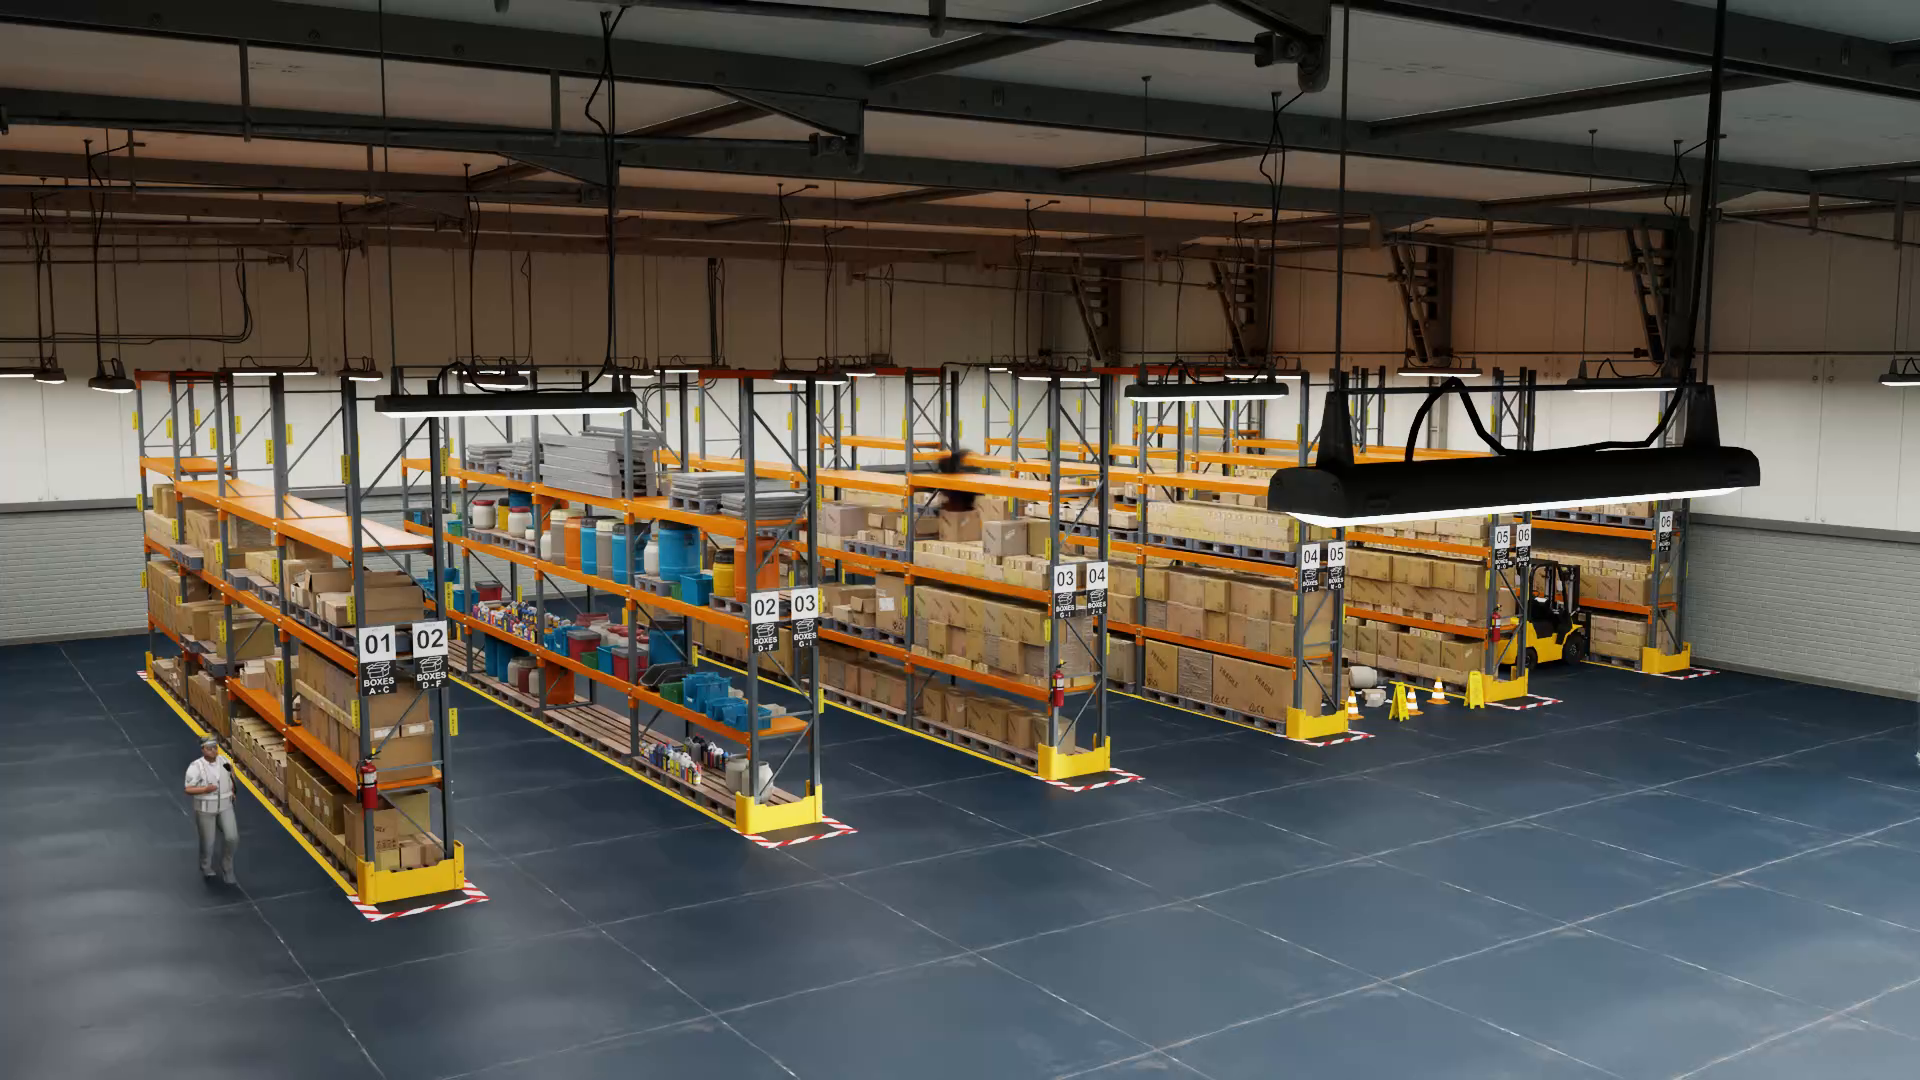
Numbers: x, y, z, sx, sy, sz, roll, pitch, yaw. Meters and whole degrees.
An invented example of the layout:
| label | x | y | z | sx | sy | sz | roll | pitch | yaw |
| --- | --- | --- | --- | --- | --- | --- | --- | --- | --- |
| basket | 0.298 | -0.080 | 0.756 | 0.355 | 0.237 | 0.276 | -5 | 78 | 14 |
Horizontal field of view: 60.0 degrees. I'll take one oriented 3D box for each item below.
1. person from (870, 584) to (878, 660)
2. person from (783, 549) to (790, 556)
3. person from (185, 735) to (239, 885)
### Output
| label | x | y | z | sx | sy | sz | roll | pitch | yaw |
| --- | --- | --- | --- | --- | --- | --- | --- | --- | --- |
| person | -1.645 | 1.747 | 33.080 | 0.742 | 1.740 | 0.687 | -3 | 7 | -27 |
| person | -4.212 | 1.042 | 39.491 | 0.702 | 1.696 | 0.645 | -3 | 7 | -23 |
| person | -8.889 | 3.228 | 19.839 | 0.640 | 1.840 | 0.726 | -6 | 9 | -41 |
